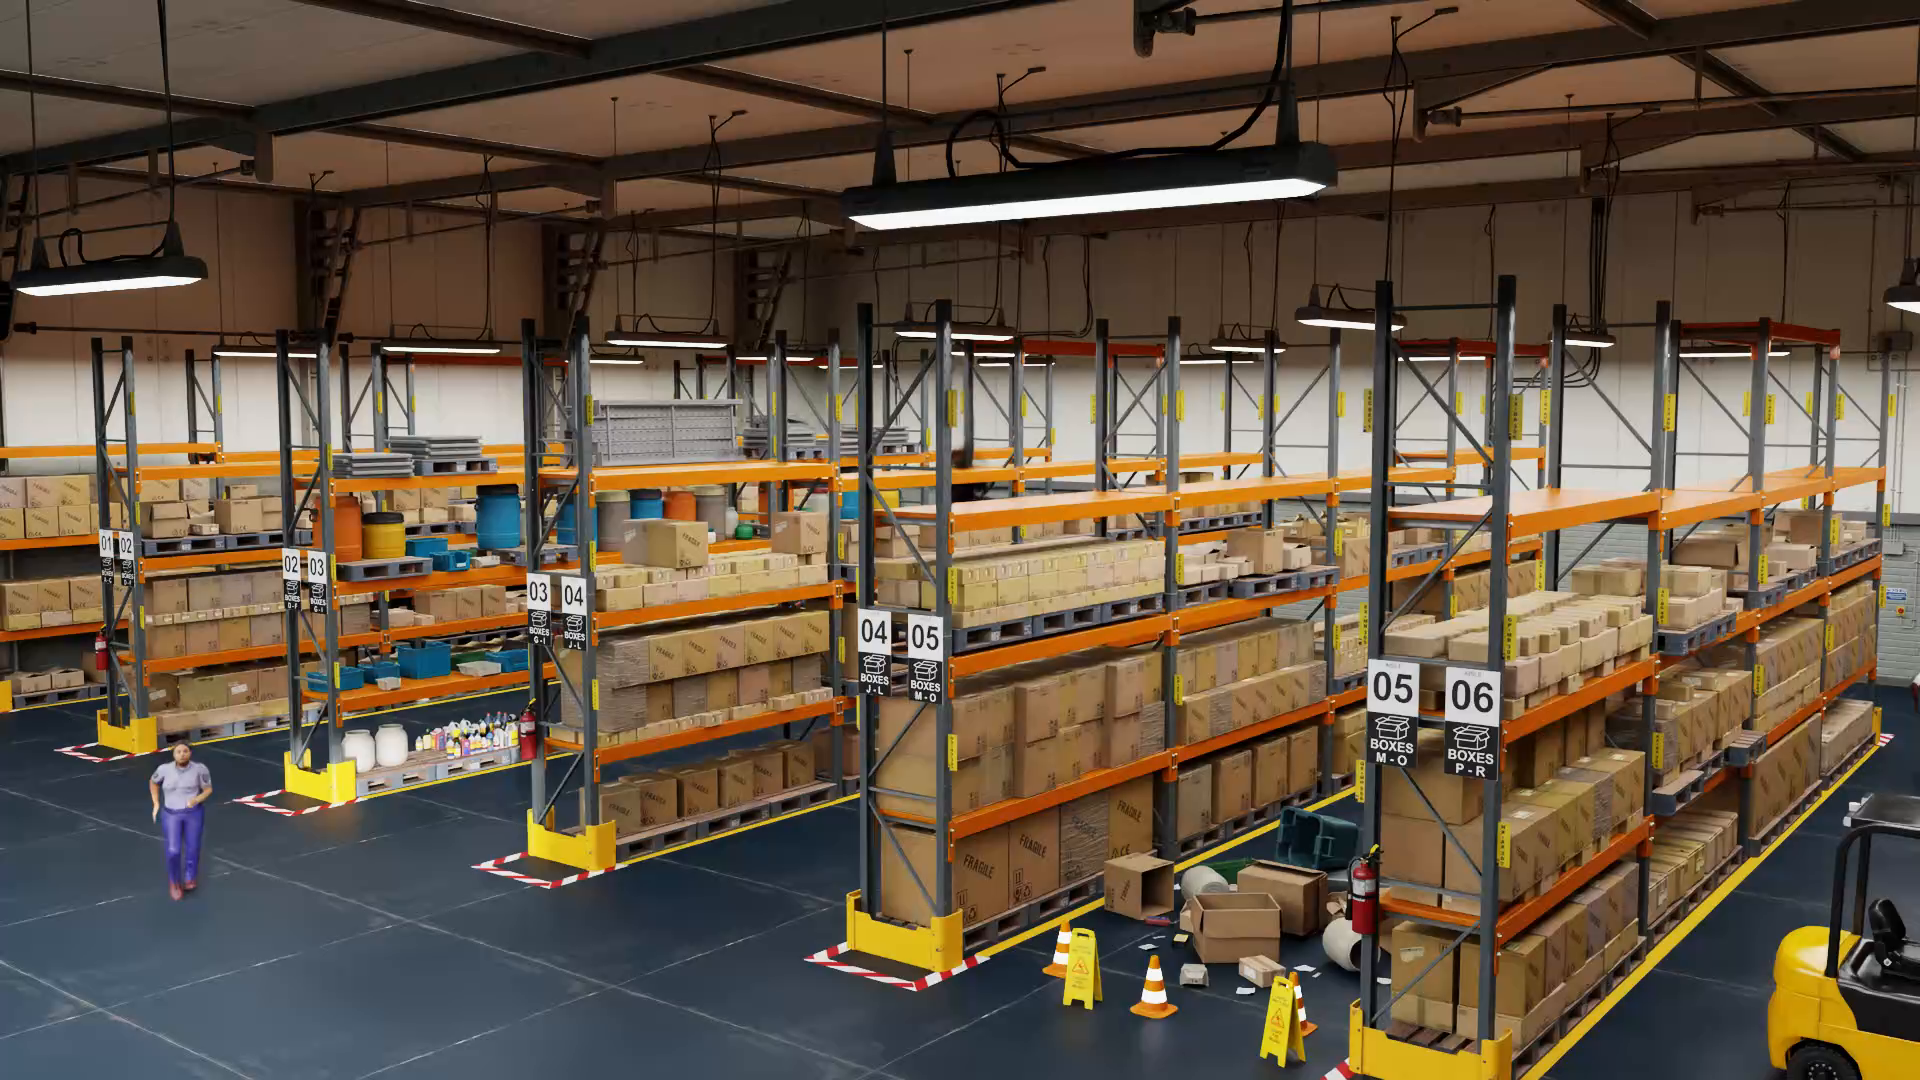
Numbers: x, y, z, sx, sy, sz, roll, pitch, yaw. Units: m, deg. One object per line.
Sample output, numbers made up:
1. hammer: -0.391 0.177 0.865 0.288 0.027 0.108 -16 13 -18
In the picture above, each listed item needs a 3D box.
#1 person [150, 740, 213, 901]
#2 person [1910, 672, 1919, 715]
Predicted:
1. person: -7.979 2.870 17.076 0.573 1.655 0.754 -3 6 -28
2. person: 13.315 2.329 22.592 0.699 1.738 0.631 3 6 33
